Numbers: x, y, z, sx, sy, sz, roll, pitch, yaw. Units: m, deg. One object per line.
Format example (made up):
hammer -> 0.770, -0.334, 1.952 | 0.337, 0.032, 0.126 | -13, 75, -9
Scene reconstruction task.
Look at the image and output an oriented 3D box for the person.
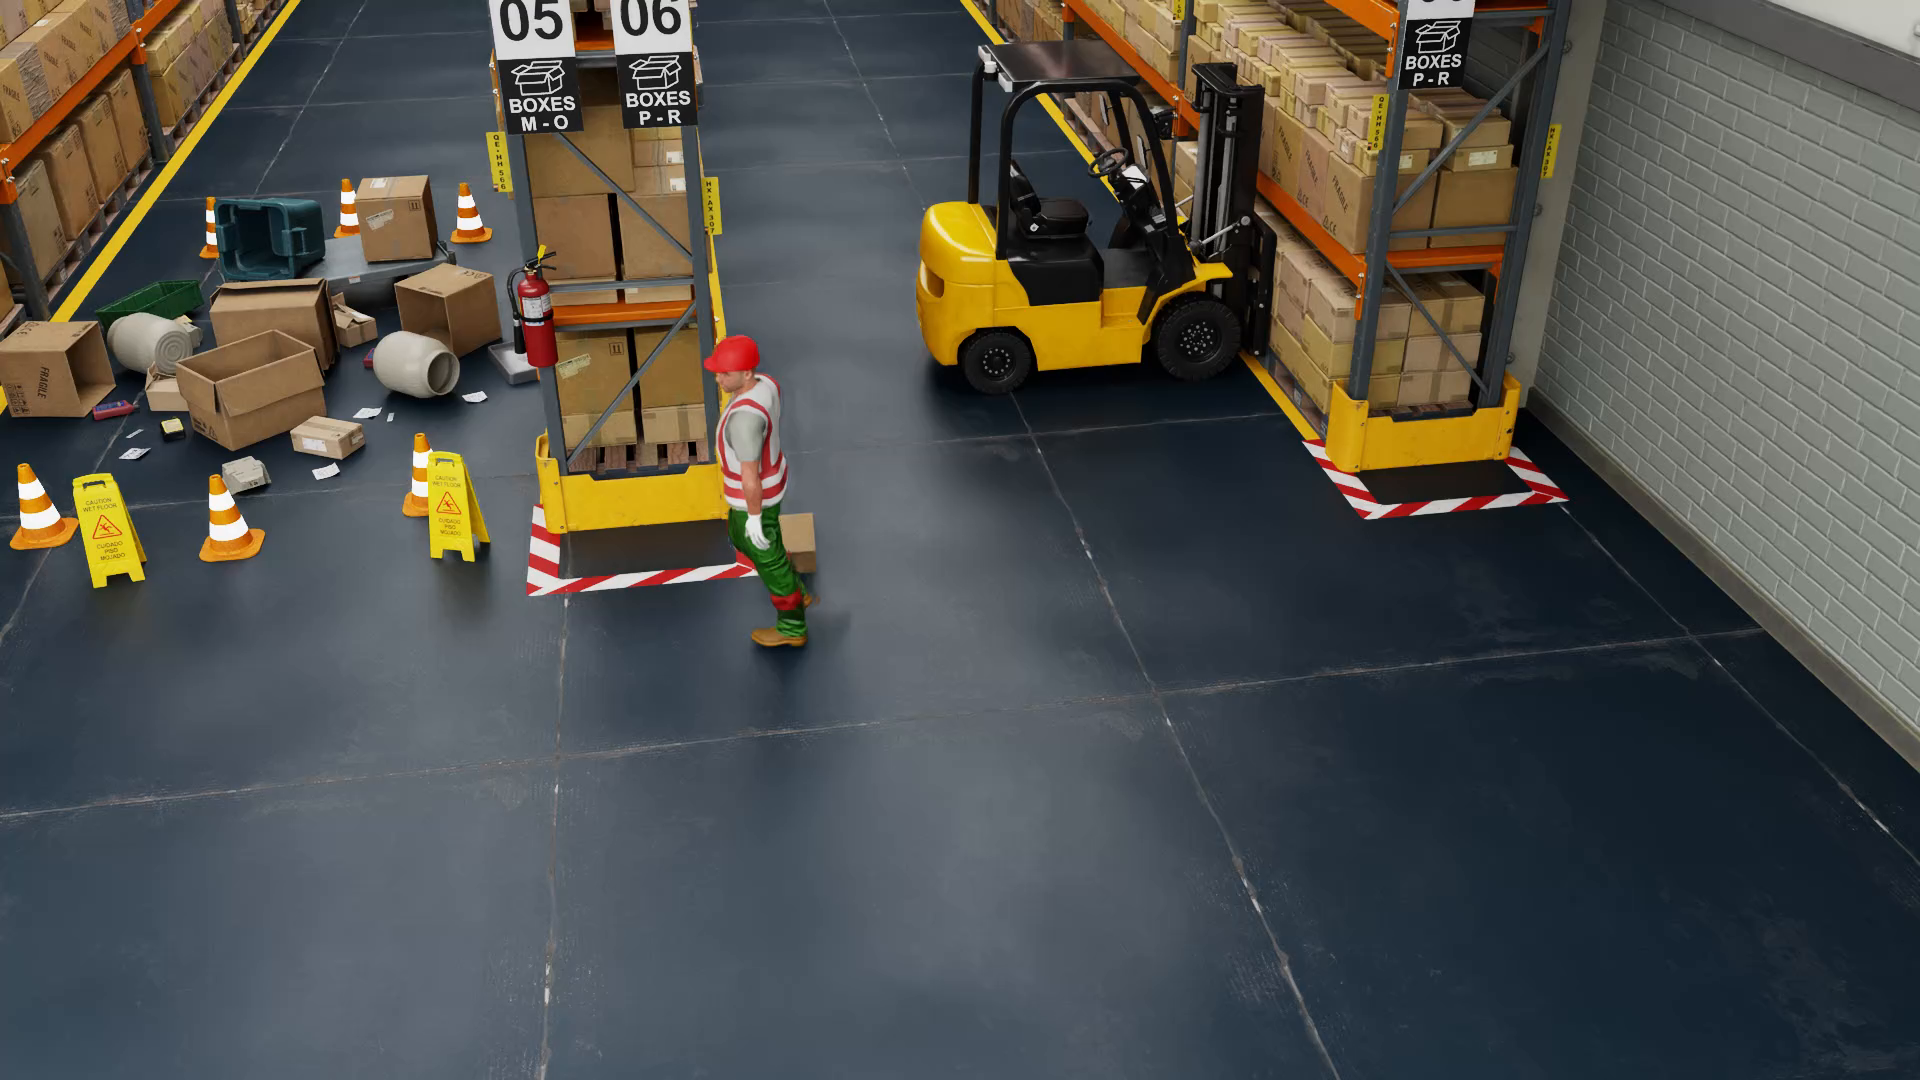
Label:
person -> -1.020, -0.244, 8.494 | 0.435, 1.775, 0.672 | 2, 30, 3
